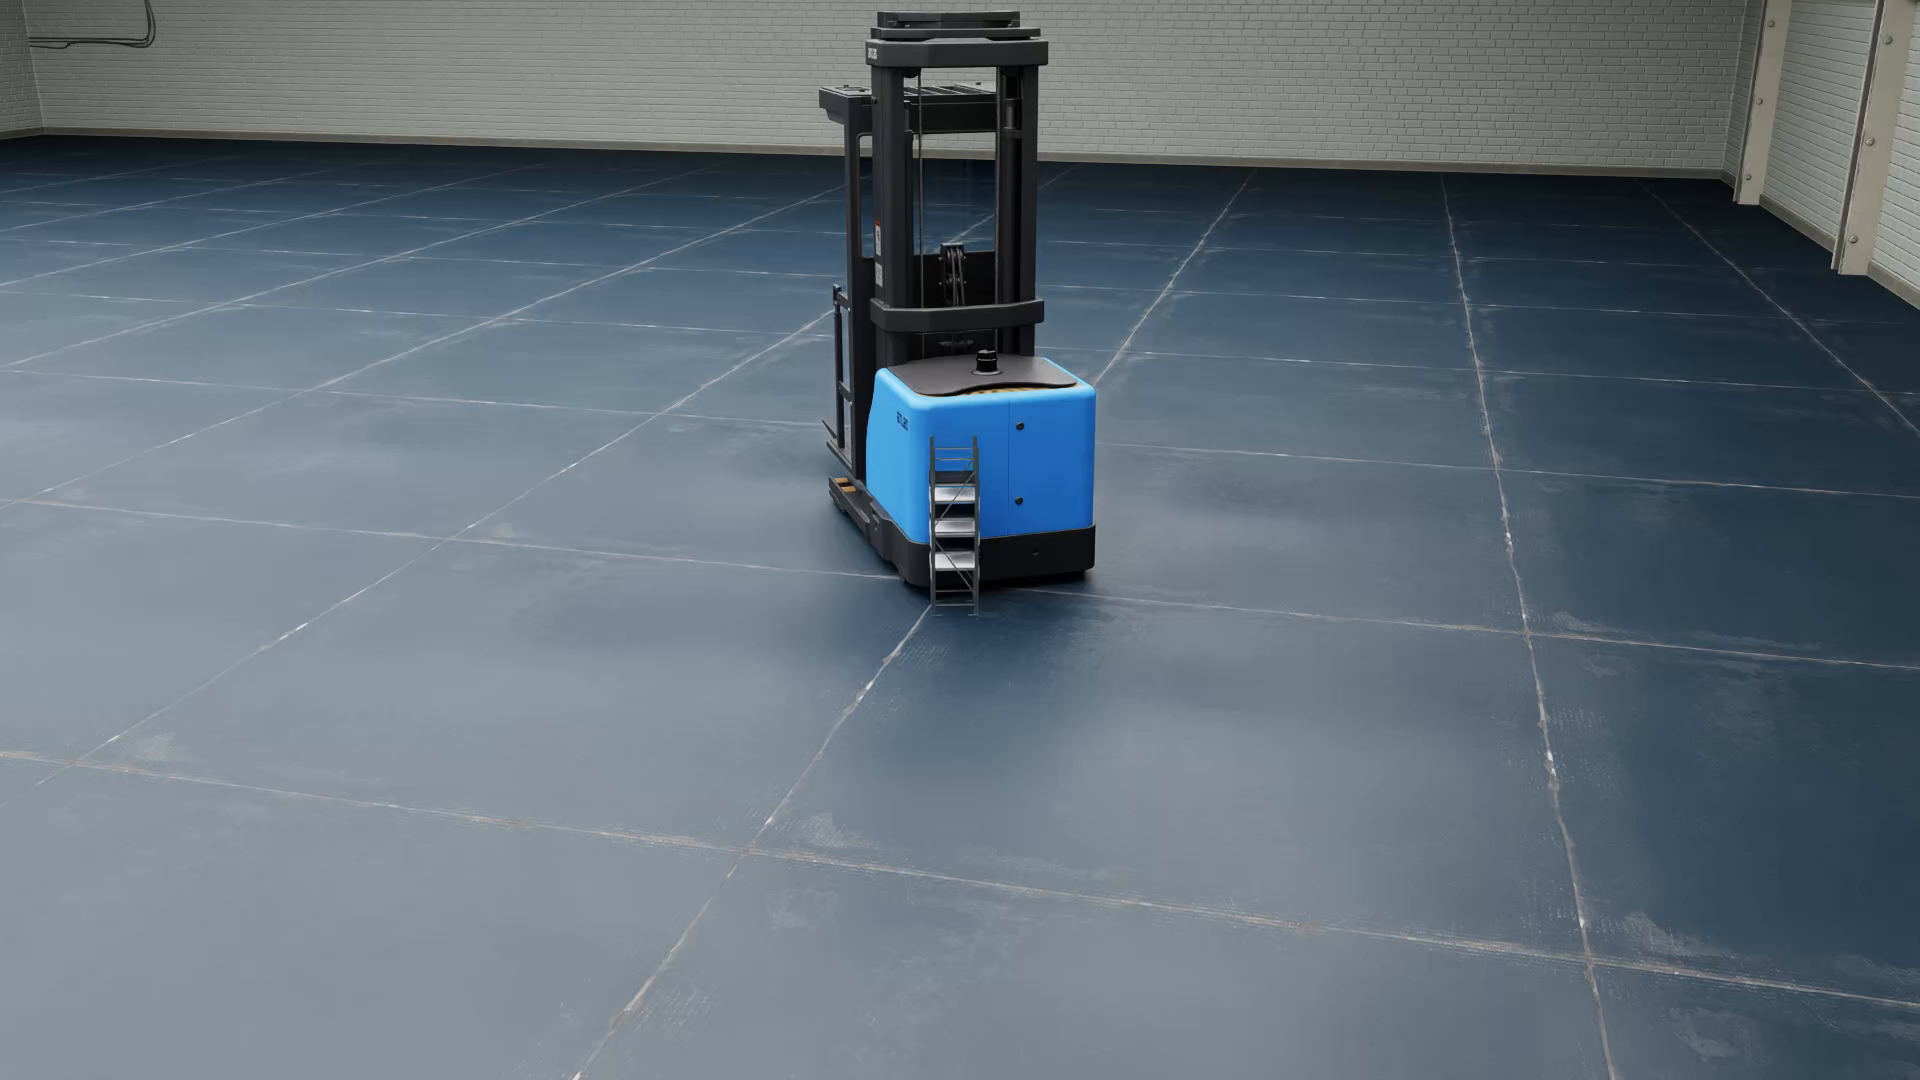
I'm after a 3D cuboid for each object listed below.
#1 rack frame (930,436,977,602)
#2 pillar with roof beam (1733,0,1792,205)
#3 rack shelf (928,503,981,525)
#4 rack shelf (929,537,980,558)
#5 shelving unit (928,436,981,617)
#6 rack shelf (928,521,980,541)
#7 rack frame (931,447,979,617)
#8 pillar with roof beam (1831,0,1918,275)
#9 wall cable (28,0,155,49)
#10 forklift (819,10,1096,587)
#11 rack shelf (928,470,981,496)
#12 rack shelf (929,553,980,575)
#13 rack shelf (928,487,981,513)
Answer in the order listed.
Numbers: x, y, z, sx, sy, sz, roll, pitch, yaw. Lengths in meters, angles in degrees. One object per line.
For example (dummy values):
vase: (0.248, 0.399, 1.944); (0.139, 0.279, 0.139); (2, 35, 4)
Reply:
rack frame: (-0.034, -0.101, 8.592); (0.240, 0.900, 0.006); (-1, 19, -2)
pillar with roof beam: (7.118, -9.440, 23.403); (9.100, 9.000, 0.400); (5, 19, 13)
rack shelf: (-0.030, -0.122, 8.477); (0.258, 0.077, 0.200); (-1, 19, -2)
rack shelf: (-0.030, 0.048, 8.535); (0.258, 0.077, 0.200); (-1, 19, -2)
shelving unit: (-0.030, -0.068, 8.495); (0.258, 0.900, 0.210); (-1, 19, -2)
rack shelf: (-0.030, -0.037, 8.506); (0.258, 0.077, 0.200); (-1, 19, -2)
rack frame: (-0.025, -0.036, 8.399); (0.240, 0.900, 0.006); (-1, 19, -2)
pillar with roof beam: (5.652, -7.559, 17.897); (9.100, 9.000, 0.400); (5, 19, 13)
wall cable: (-17.251, -10.937, 32.590); (3.097, 2.526, 0.112); (5, 19, 13)
forklift: (-0.182, -1.581, 9.782); (1.130, 2.935, 3.031); (-6, 20, -16)
rack shelf: (-0.030, -0.292, 8.419); (0.258, 0.077, 0.200); (-1, 19, -2)
rack shelf: (-0.030, 0.134, 8.564); (0.258, 0.077, 0.200); (-1, 19, -2)
rack shelf: (-0.030, -0.207, 8.448); (0.258, 0.077, 0.200); (-1, 19, -2)
